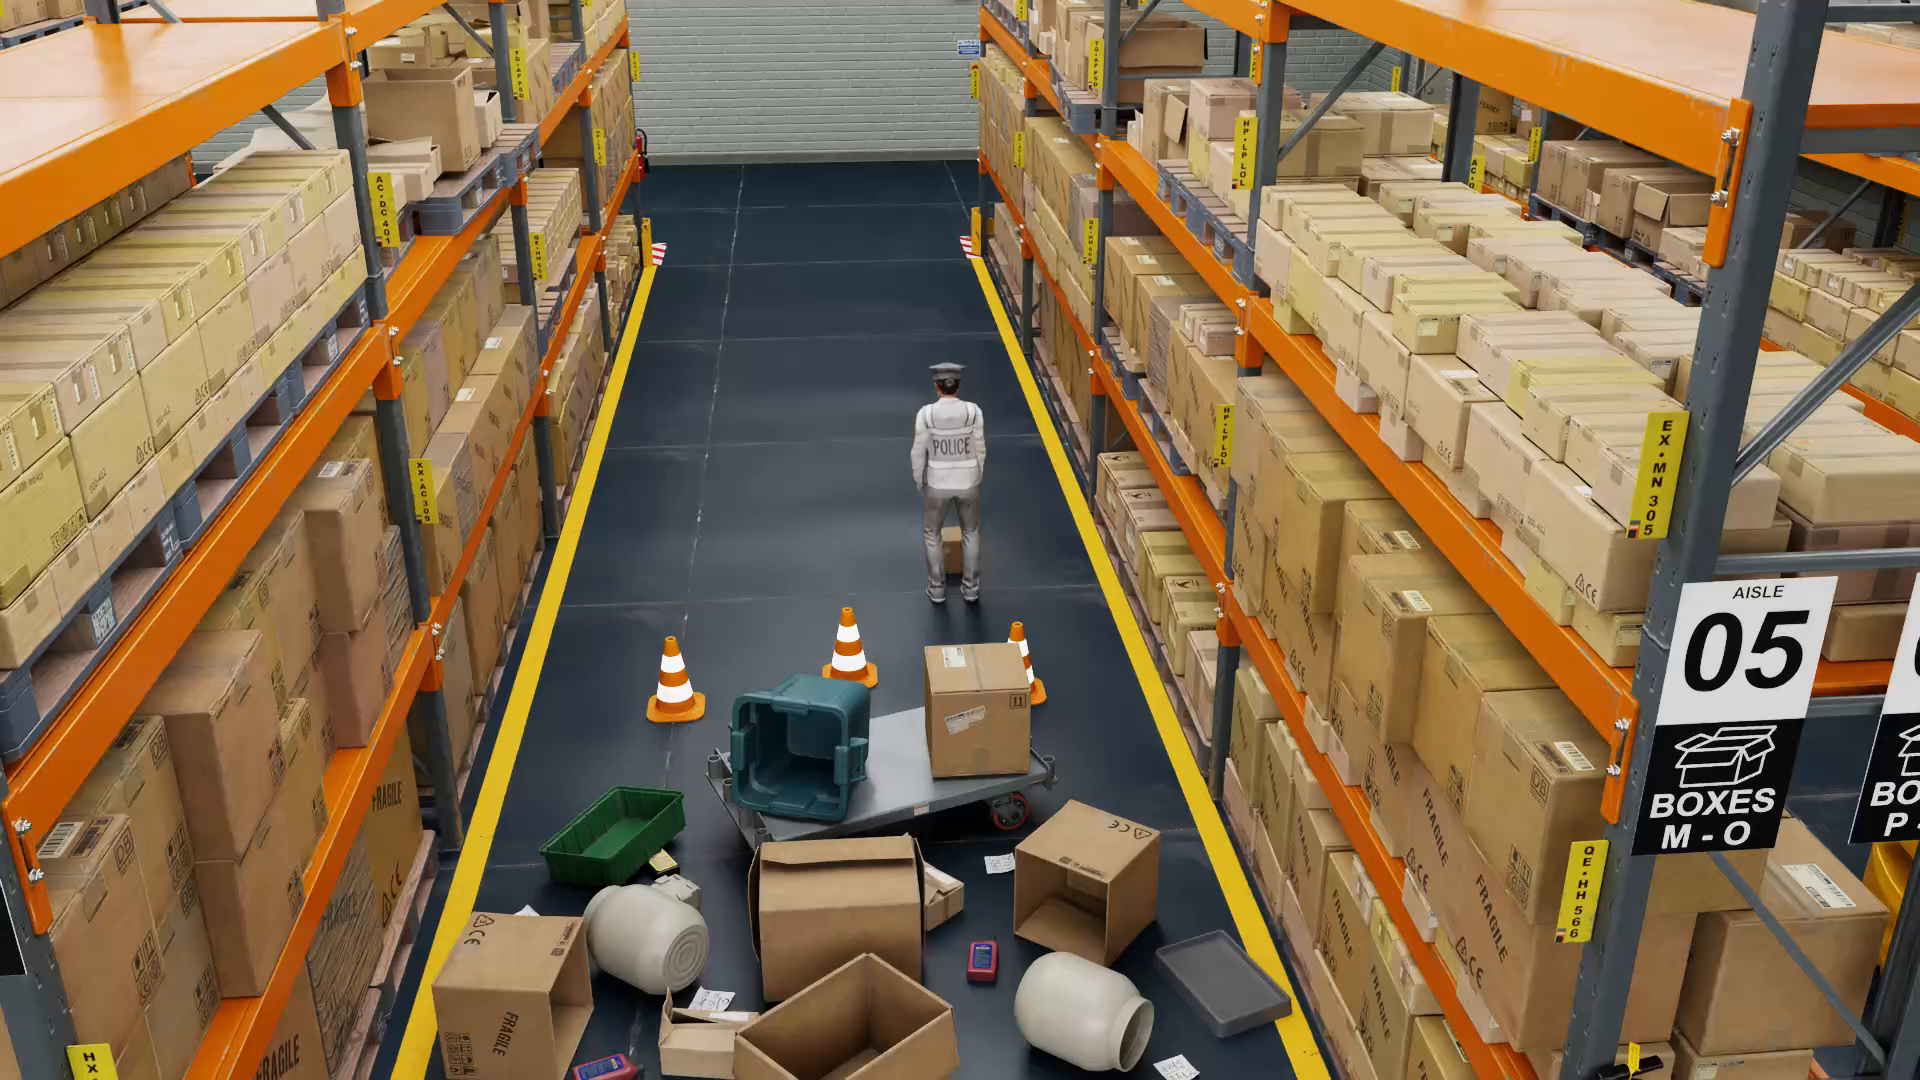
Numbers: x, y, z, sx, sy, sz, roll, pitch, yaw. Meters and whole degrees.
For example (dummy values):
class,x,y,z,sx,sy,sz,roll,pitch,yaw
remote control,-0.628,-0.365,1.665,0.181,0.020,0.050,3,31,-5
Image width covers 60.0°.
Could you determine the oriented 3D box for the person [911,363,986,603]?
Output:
class,x,y,z,sx,sy,sz,roll,pitch,yaw
person,-0.077,-0.367,10.981,0.496,1.635,0.428,-2,24,-4
